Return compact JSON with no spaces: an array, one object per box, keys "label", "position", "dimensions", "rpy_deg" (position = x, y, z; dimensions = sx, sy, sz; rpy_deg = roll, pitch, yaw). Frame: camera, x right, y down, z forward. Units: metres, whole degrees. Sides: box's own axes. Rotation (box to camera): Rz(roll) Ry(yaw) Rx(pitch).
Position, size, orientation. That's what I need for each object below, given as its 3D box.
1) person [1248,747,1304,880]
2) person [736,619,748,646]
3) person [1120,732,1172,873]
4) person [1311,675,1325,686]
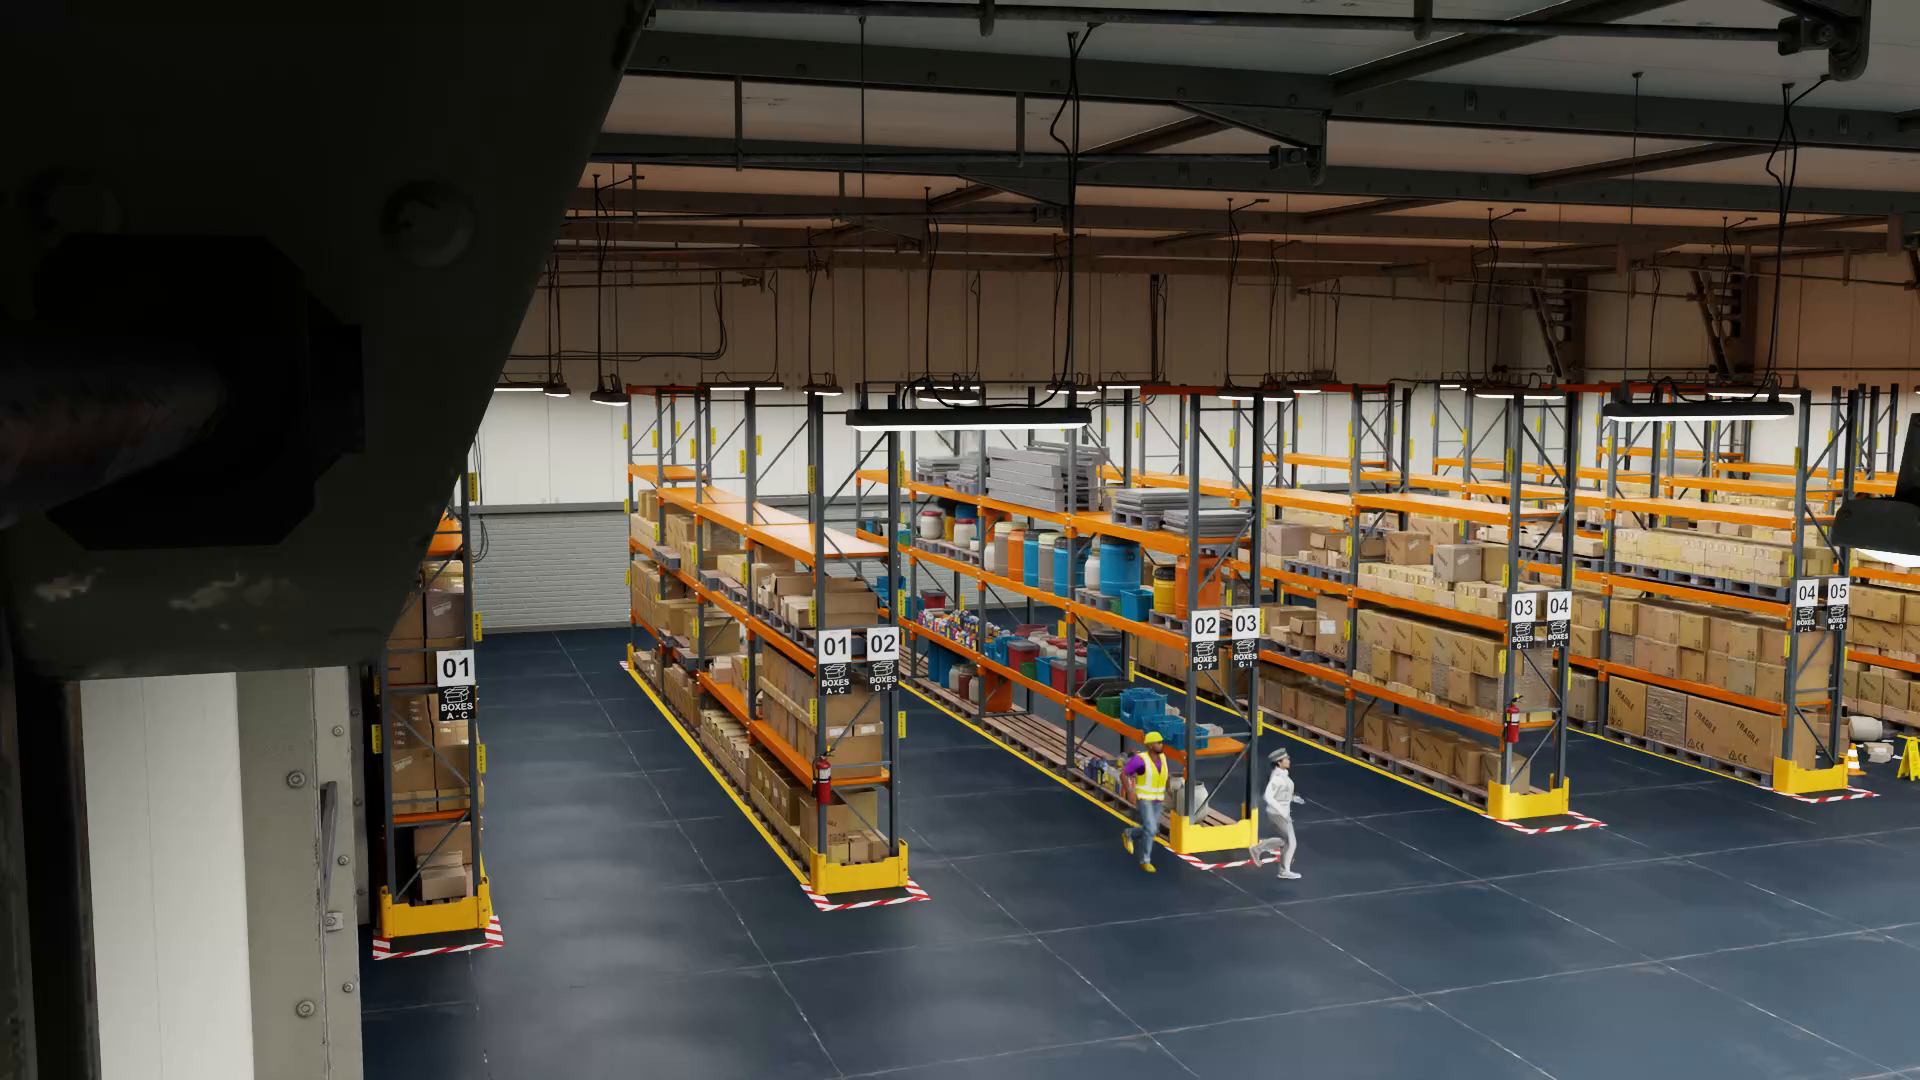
[{"label":"person","position":[3.916,3.378,20.613],"dimensions":[0.678,1.659,0.613],"rpy_deg":[2,6,15]},{"label":"person","position":[-4.542,1.846,35.140],"dimensions":[0.696,1.732,0.670],"rpy_deg":[-6,8,-44]},{"label":"person","position":[2.382,3.307,21.233],"dimensions":[0.746,1.748,0.758],"rpy_deg":[-4,7,-35]},{"label":"person","position":[7.083,2.150,32.741],"dimensions":[0.583,1.657,0.637],"rpy_deg":[-2,6,-20]}]
